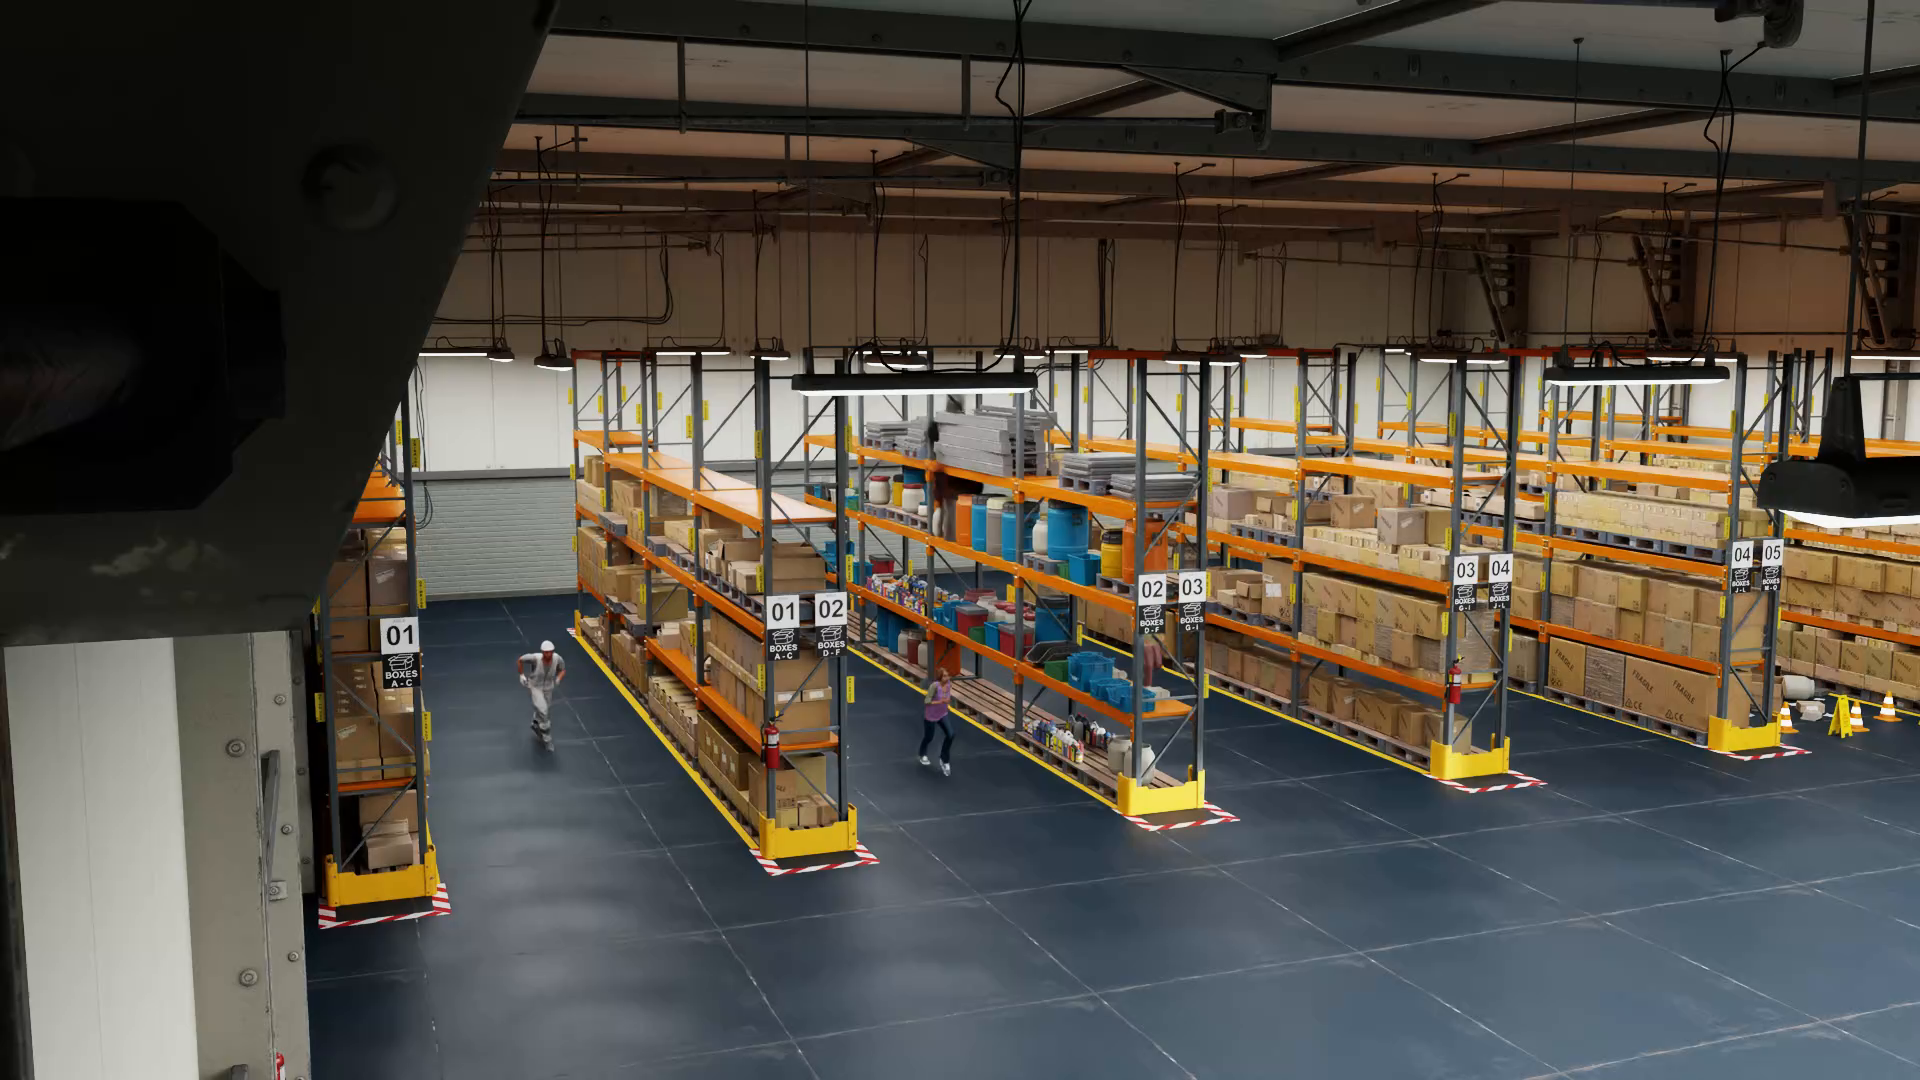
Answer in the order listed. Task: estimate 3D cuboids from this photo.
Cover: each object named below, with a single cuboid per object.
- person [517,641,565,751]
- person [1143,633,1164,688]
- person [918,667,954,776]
[{"bbox_3d":[-6.447,2.347,25.567,0.706,1.731,1.053,-4,8,-30],"label":"person"},{"bbox_3d":[3.380,1.860,29.554,0.593,1.633,0.619,-2,7,-16],"label":"person"},{"bbox_3d":[-0.356,2.579,23.975,0.531,1.579,0.868,-4,8,-30],"label":"person"}]
